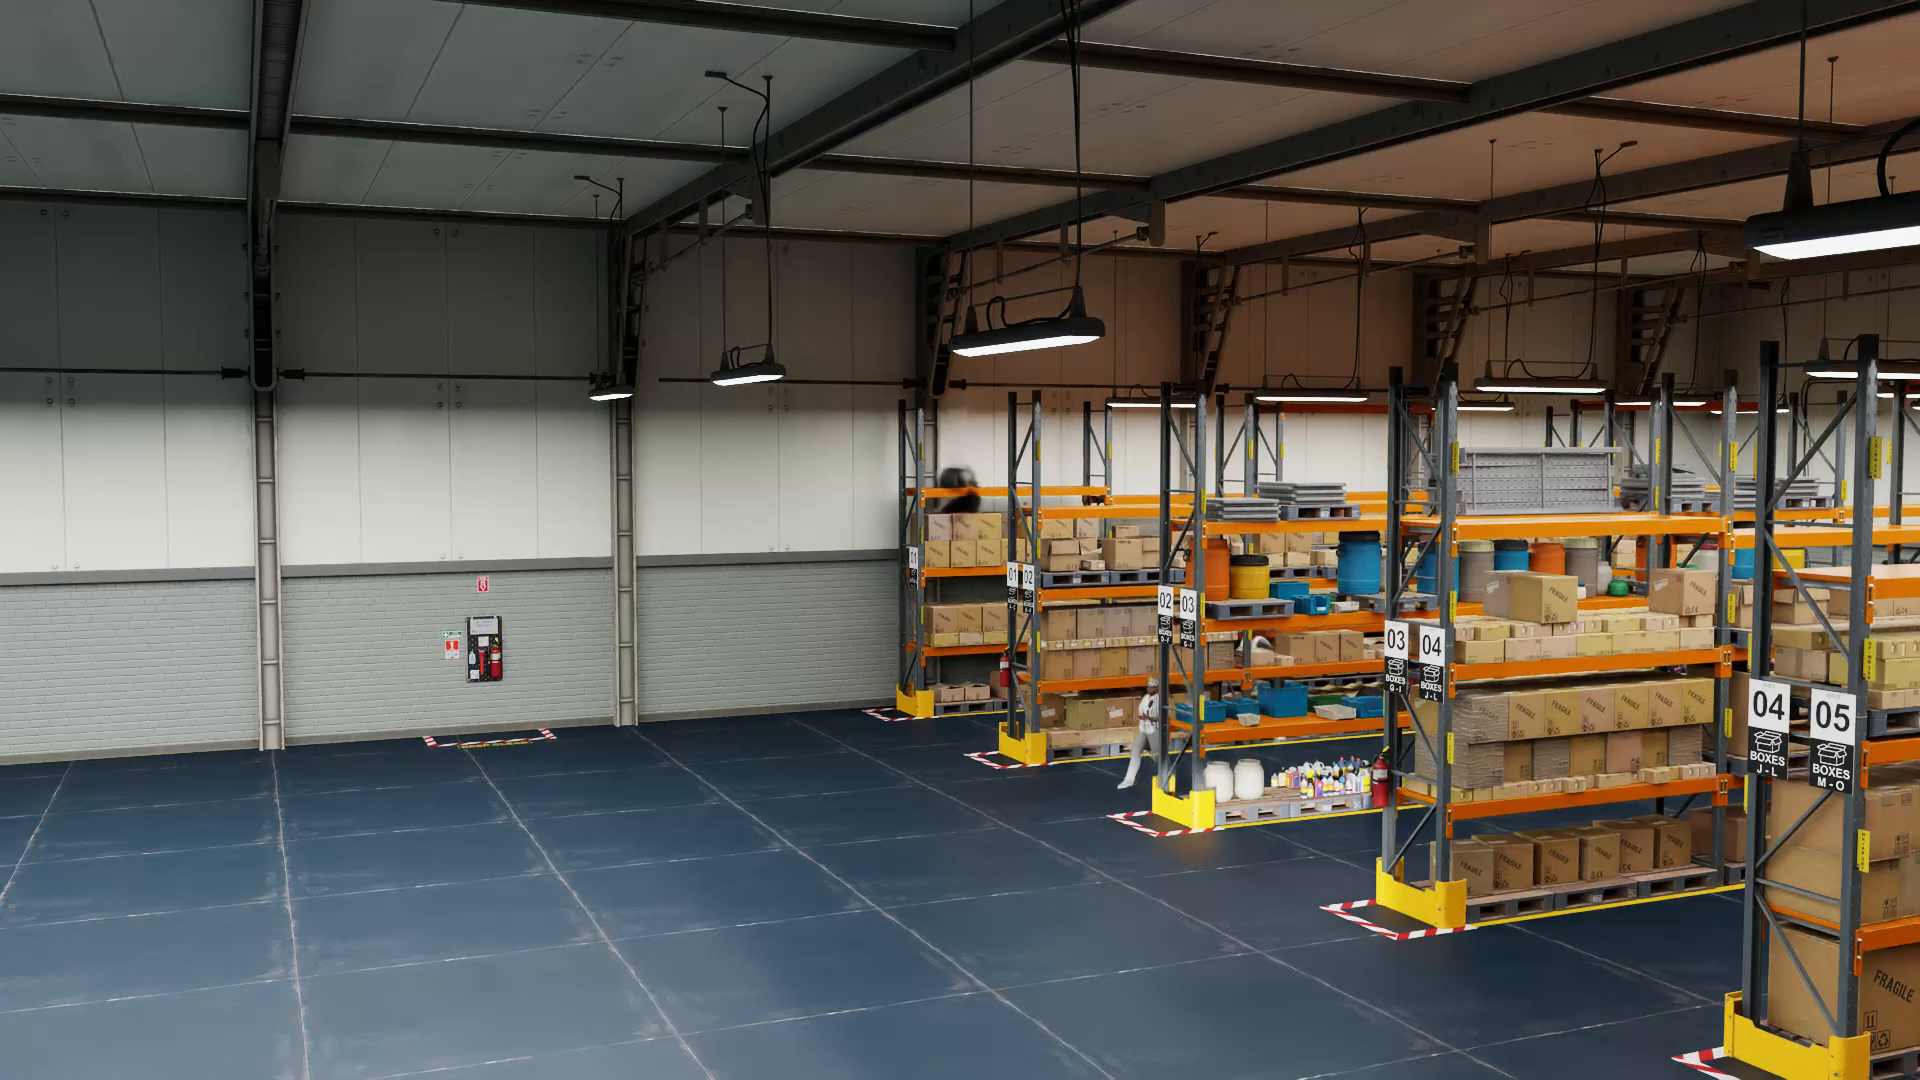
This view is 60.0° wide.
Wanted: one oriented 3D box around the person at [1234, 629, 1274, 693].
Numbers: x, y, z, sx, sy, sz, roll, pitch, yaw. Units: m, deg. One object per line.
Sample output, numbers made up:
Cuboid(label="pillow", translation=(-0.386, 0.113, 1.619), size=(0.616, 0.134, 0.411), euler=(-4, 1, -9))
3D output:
Cuboid(label="person", translation=(5.454, 2.442, 31.207), size=(0.735, 1.835, 0.654), euler=(-2, 4, -32))

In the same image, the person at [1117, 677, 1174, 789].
Cuboid(label="person", translation=(2.822, 2.845, 24.558), size=(0.975, 1.667, 0.593), euler=(-3, 4, -38))
